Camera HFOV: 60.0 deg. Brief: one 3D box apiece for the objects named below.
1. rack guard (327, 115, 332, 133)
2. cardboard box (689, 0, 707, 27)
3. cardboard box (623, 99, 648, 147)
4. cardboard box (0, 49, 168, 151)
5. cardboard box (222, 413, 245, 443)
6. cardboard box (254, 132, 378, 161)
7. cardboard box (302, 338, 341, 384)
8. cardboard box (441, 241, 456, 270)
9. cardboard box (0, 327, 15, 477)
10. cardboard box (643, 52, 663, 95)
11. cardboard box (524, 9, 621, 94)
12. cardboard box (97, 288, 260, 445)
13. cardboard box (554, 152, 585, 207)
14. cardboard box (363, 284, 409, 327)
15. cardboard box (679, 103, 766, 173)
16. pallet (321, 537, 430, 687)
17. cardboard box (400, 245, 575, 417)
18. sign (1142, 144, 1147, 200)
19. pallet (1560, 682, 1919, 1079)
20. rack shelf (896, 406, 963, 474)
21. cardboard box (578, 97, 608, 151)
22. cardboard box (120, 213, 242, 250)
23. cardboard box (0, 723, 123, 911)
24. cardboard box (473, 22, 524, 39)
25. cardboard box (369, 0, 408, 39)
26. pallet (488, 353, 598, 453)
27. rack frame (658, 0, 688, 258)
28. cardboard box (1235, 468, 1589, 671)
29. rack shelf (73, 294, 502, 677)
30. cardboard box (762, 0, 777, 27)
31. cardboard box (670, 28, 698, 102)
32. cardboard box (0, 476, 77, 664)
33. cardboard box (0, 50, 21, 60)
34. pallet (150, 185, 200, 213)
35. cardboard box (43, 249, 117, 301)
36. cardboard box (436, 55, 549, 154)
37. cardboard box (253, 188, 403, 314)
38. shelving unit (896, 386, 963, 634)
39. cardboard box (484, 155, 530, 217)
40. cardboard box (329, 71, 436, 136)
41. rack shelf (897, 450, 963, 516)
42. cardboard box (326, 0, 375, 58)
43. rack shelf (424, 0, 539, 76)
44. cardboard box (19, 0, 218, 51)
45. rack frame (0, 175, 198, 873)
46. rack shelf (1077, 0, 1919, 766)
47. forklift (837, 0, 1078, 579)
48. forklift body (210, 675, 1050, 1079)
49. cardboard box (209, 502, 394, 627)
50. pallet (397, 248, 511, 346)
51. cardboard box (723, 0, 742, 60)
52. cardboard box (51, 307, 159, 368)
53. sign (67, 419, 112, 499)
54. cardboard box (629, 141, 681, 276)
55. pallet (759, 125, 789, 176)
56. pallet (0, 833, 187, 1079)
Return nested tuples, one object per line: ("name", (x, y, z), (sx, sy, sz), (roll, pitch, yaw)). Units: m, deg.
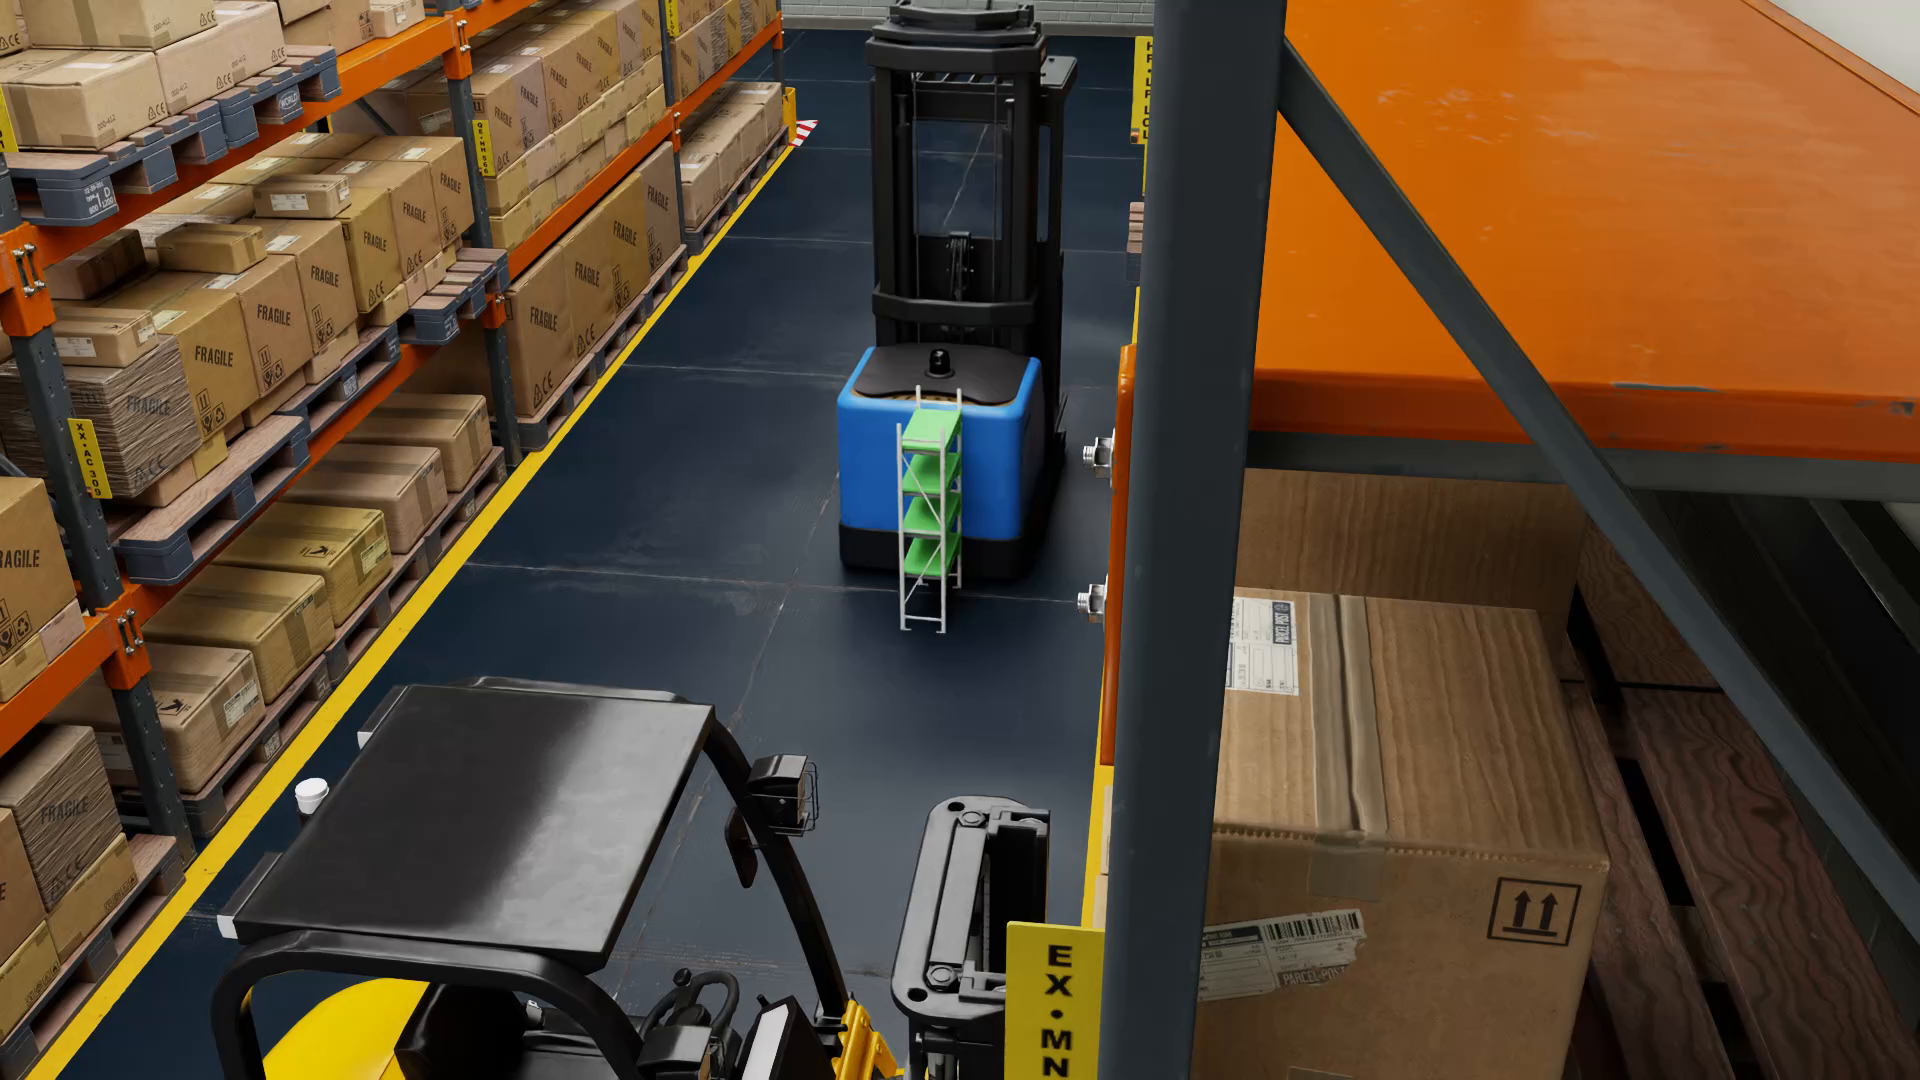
("rack guard", (-7.270, -4.703, 17.952), (1.175, 0.500, 0.348), (3, 28, 6))
("cardboard box", (-2.459, -4.648, 14.055), (0.500, 0.500, 0.500), (3, 28, 6))
("cardboard box", (-2.694, -3.184, 12.656), (0.500, 0.250, 0.500), (3, 28, 5))
("cardboard box", (-3.336, -1.641, 6.187), (0.500, 0.250, 0.500), (3, 28, 5))
("cardboard box", (-3.426, -0.521, 7.377), (0.380, 0.149, 0.250), (5, 29, 9))
("cardboard box", (-3.601, -1.995, 9.428), (0.500, 0.500, 0.500), (3, 28, 5))
("cardboard box", (-3.237, -0.878, 8.040), (0.380, 0.149, 0.250), (4, 29, 8))
("cardboard box", (-3.084, -1.609, 9.396), (0.380, 0.149, 0.250), (4, 29, 7))
("cardboard box", (-3.977, -0.541, 6.729), (0.500, 0.500, 0.500), (3, 28, 5))
("cardboard box", (-2.638, -3.648, 12.990), (0.500, 0.250, 0.500), (3, 28, 6))
("cardboard box", (-2.769, -3.494, 11.913), (0.500, 0.500, 0.500), (4, 29, 8))
("cardboard box", (-3.403, -0.750, 7.117), (0.500, 0.500, 0.500), (3, 29, 6))
("cardboard box", (-2.891, -2.472, 11.334), (0.500, 0.250, 0.500), (4, 29, 8))
("cardboard box", (-3.128, -1.239, 8.710), (0.380, 0.149, 0.250), (4, 29, 7))
("cardboard box", (-2.421, -3.908, 16.100), (0.875, 0.438, 0.875), (4, 29, 8))
("pallet", (-3.565, 0.335, 8.906), (1.003, 0.211, 1.213), (3, 28, 6))
("cardboard box", (-3.149, -1.403, 10.989), (0.875, 0.875, 0.875), (3, 28, 6))
("sign", (1.071, -2.048, 9.252), (0.100, 0.325, 0.005), (3, 28, 6))
("pallet", (0.743, 0.606, 2.392), (1.003, 0.211, 1.213), (3, 28, 6))
("rack shelf", (-0.153, -0.521, 8.574), (0.258, 0.148, 0.480), (5, 29, 9))
("cardboard box", (-2.796, -2.926, 11.650), (0.500, 0.250, 0.500), (4, 29, 7))
("cardboard box", (-3.785, -1.264, 8.071), (0.500, 0.500, 0.500), (2, 28, 4))
("cardboard box", (-3.612, 1.039, 6.324), (0.500, 0.500, 0.500), (3, 28, 5))
("cardboard box", (-3.321, -3.289, 11.533), (0.500, 0.500, 0.500), (3, 28, 5))
("cardboard box", (-3.168, -2.765, 8.822), (0.380, 0.149, 0.250), (3, 28, 6))
("pallet", (-3.144, -0.972, 11.332), (1.003, 0.211, 1.213), (3, 28, 6))
("rack frame", (-2.826, -3.716, 13.485), (1.000, 3.000, 0.127), (3, 28, 6))
("cardboard box", (0.668, -0.073, 2.907), (0.700, 0.500, 0.500), (4, 29, 7))
("rack shelf", (-3.561, -0.575, 8.413), (1.077, 0.370, 4.000), (3, 28, 6))
("cardboard box", (-2.132, -5.400, 16.506), (0.500, 0.500, 0.500), (4, 29, 6))
("cardboard box", (-2.508, -3.966, 13.843), (0.500, 0.500, 0.500), (4, 29, 8))
("cardboard box", (-3.614, 0.098, 5.986), (0.500, 0.500, 0.500), (3, 28, 5))
("cardboard box", (-3.878, -1.673, 6.245), (0.500, 0.250, 0.500), (3, 28, 5))
("pallet", (-7.704, -3.047, 15.182), (1.003, 0.211, 1.213), (3, 28, 6))
("cardboard box", (-3.902, -1.151, 7.178), (0.380, 0.149, 0.250), (3, 28, 5))
("cardboard box", (-2.962, -2.769, 10.568), (0.500, 0.500, 0.500), (3, 29, 6))
("cardboard box", (-3.209, -1.481, 8.475), (0.500, 0.500, 0.500), (1, 28, 3))
("shelving unit", (-0.153, -0.155, 8.772), (0.258, 1.200, 0.503), (5, 29, 9))
("cardboard box", (-3.009, -2.211, 10.323), (0.500, 0.250, 0.500), (3, 28, 6))
("cardboard box", (-3.512, -2.576, 10.209), (0.500, 0.500, 0.500), (3, 28, 5))
("rack shelf", (-0.153, -0.310, 8.688), (0.258, 0.148, 0.480), (5, 29, 9))
("cardboard box", (-3.442, -2.752, 8.428), (0.700, 0.500, 0.500), (3, 28, 6))
("rack shelf", (-3.071, -3.778, 11.197), (1.077, 0.370, 4.000), (3, 28, 6))
("cardboard box", (-3.285, -2.097, 6.505), (0.500, 0.250, 0.500), (3, 28, 5))
("rack frame", (-3.806, 0.050, 6.495), (1.000, 3.000, 0.127), (3, 28, 6))
("rack shelf", (0.876, -0.870, 3.058), (1.077, 0.370, 4.000), (3, 28, 6))
("forklift", (0.081, -1.754, 9.916), (1.130, 2.935, 3.031), (5, 29, 9))
("forklift body", (-0.948, 1.594, 4.523), (2.313, 2.155, 1.214), (3, 28, 6))
("cardboard box", (-3.576, 0.109, 8.713), (0.950, 0.372, 0.625), (4, 29, 8))
("pallet", (-3.297, -1.407, 9.401), (1.213, 0.211, 1.003), (3, 28, 6))
("cardboard box", (-2.312, -4.678, 15.166), (0.500, 0.500, 0.500), (4, 29, 8))
("cardboard box", (-3.397, -0.796, 6.520), (0.380, 0.149, 0.250), (3, 28, 6))
("sign", (-3.266, -0.303, 6.238), (0.100, 0.325, 0.005), (3, 28, 6))
("cardboard box", (-2.822, -2.669, 13.339), (0.875, 0.875, 0.875), (4, 29, 8))
("pallet", (-2.356, -3.990, 16.934), (1.003, 0.211, 1.213), (3, 28, 6))
("pallet", (-3.853, 1.596, 6.566), (1.003, 0.211, 1.213), (3, 28, 6))
